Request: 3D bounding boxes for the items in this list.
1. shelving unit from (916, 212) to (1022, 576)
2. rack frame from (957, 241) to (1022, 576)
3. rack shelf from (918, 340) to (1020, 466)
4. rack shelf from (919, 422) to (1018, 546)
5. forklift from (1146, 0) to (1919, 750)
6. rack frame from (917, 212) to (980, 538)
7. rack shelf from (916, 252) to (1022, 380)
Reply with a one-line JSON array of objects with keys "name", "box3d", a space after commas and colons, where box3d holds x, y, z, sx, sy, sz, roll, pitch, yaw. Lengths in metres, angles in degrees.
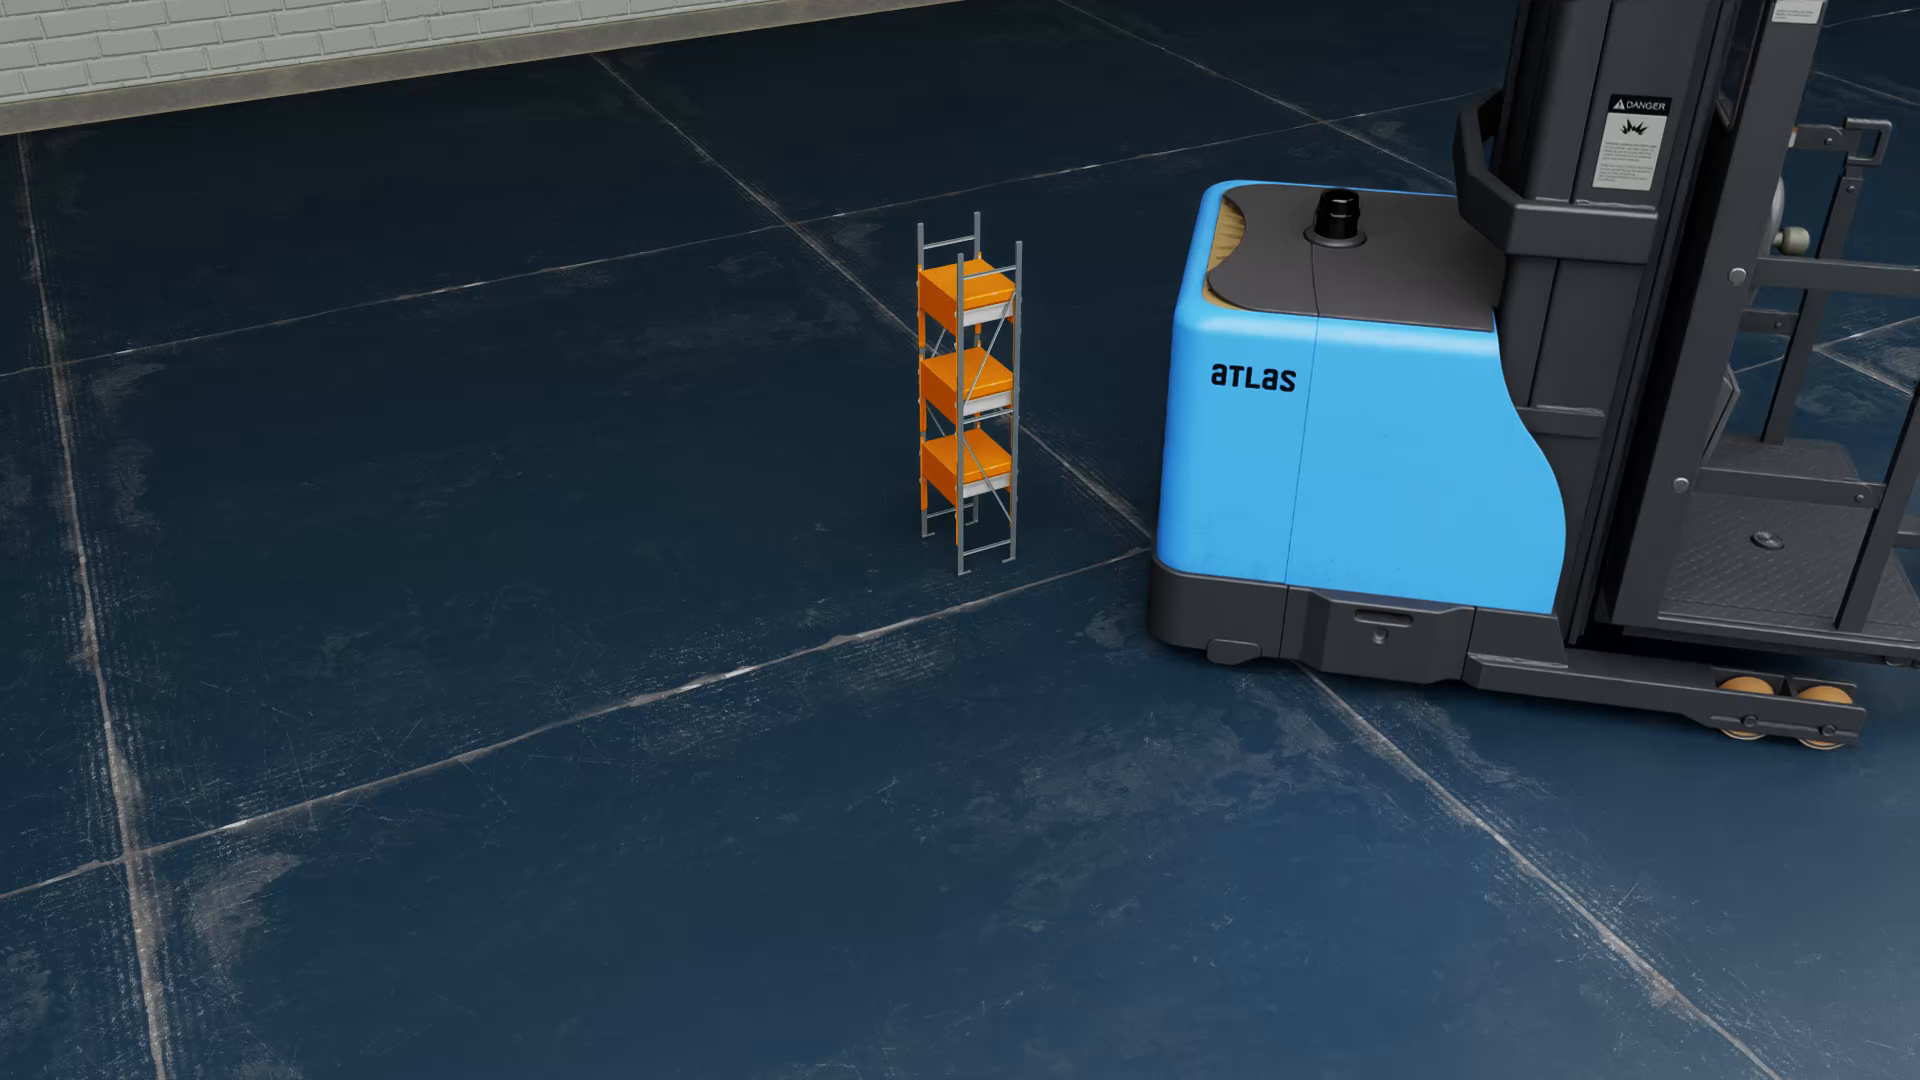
[{"name": "shelving unit", "box3d": [0.025, -0.417, 4.927, 0.215, 1.050, 0.252, -16, 36, -23]}, {"name": "rack frame", "box3d": [0.082, -0.358, 4.836, 0.200, 1.050, 0.008, -16, 36, -23]}, {"name": "rack shelf", "box3d": [0.025, -0.408, 4.933, 0.215, 0.259, 0.240, -16, 36, -23]}, {"name": "rack shelf", "box3d": [0.025, -0.174, 5.083, 0.215, 0.259, 0.240, -16, 36, -23]}, {"name": "forklift", "box3d": [2.101, -0.996, 4.087, 3.031, 2.935, 1.130, 6, 33, 10]}, {"name": "rack frame", "box3d": [-0.032, -0.475, 5.018, 0.200, 1.050, 0.008, -16, 36, -23]}, {"name": "rack shelf", "box3d": [0.025, -0.647, 4.780, 0.215, 0.259, 0.240, -16, 36, -23]}]
